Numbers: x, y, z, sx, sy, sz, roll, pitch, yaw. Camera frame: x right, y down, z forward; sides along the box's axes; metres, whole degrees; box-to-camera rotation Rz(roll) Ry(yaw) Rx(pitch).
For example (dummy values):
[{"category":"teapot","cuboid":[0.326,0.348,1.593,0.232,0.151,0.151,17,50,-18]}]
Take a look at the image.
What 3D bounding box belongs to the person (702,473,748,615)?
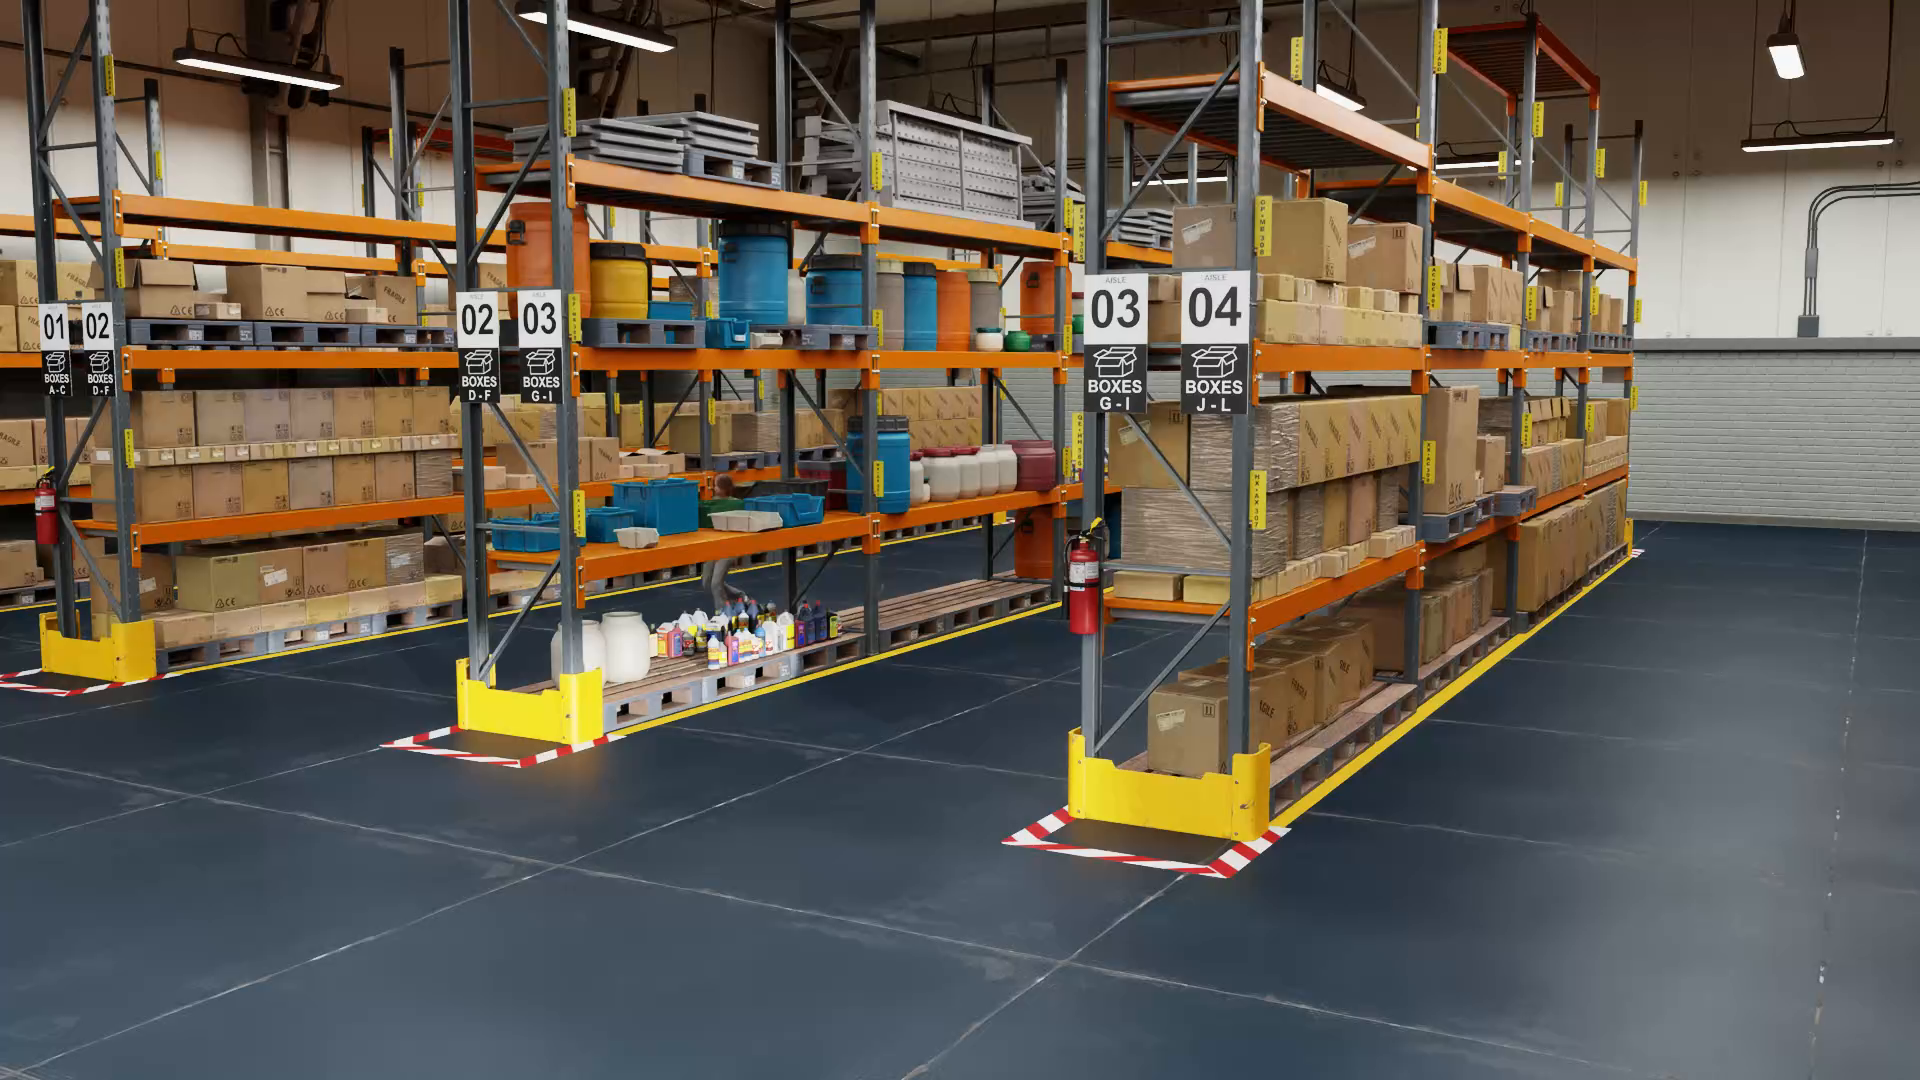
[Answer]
[{"category":"person","cuboid":[-2.333,0.121,16.586,0.614,1.583,0.410,-6,8,-43]}]
